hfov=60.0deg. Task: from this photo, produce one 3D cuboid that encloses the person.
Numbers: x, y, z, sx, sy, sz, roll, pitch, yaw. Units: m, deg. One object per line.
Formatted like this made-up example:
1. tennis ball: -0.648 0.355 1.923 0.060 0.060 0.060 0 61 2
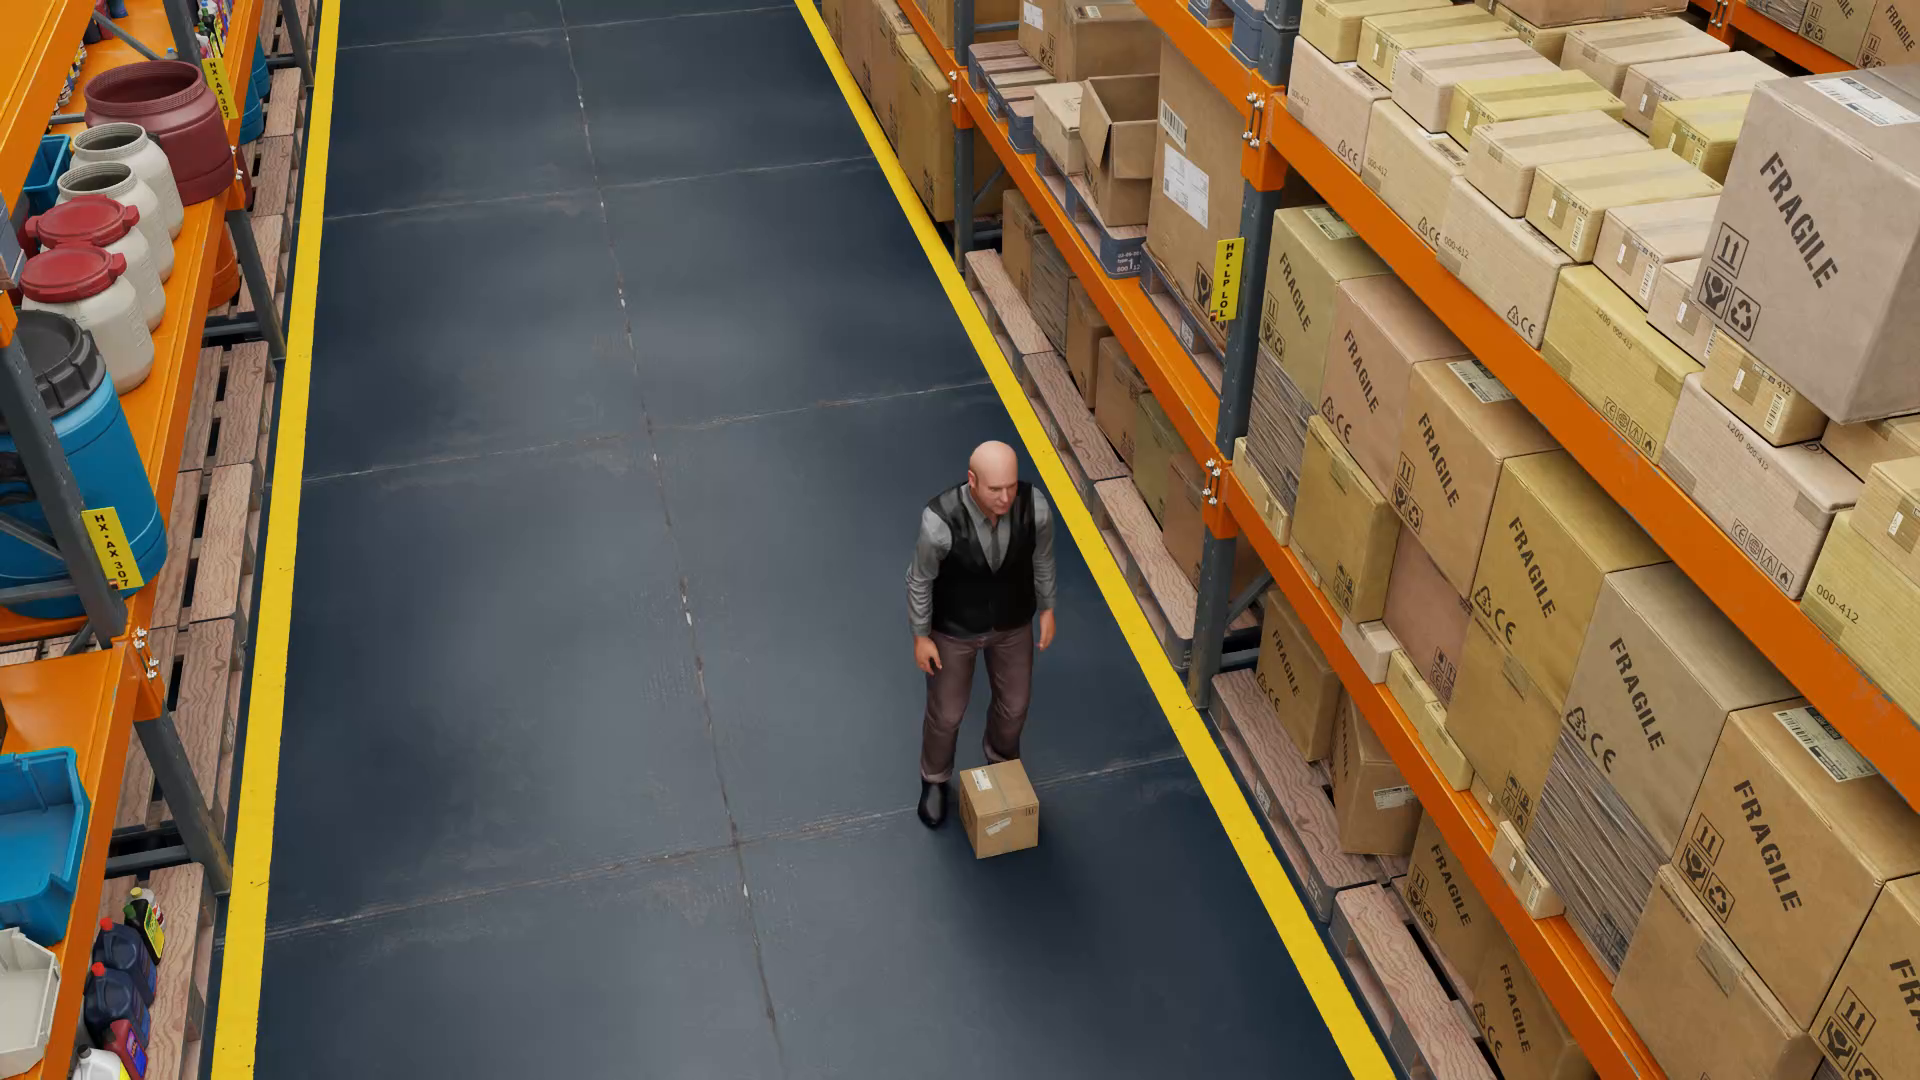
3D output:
1. person: 0.080 0.315 6.329 0.593 1.722 0.416 -11 39 -14
